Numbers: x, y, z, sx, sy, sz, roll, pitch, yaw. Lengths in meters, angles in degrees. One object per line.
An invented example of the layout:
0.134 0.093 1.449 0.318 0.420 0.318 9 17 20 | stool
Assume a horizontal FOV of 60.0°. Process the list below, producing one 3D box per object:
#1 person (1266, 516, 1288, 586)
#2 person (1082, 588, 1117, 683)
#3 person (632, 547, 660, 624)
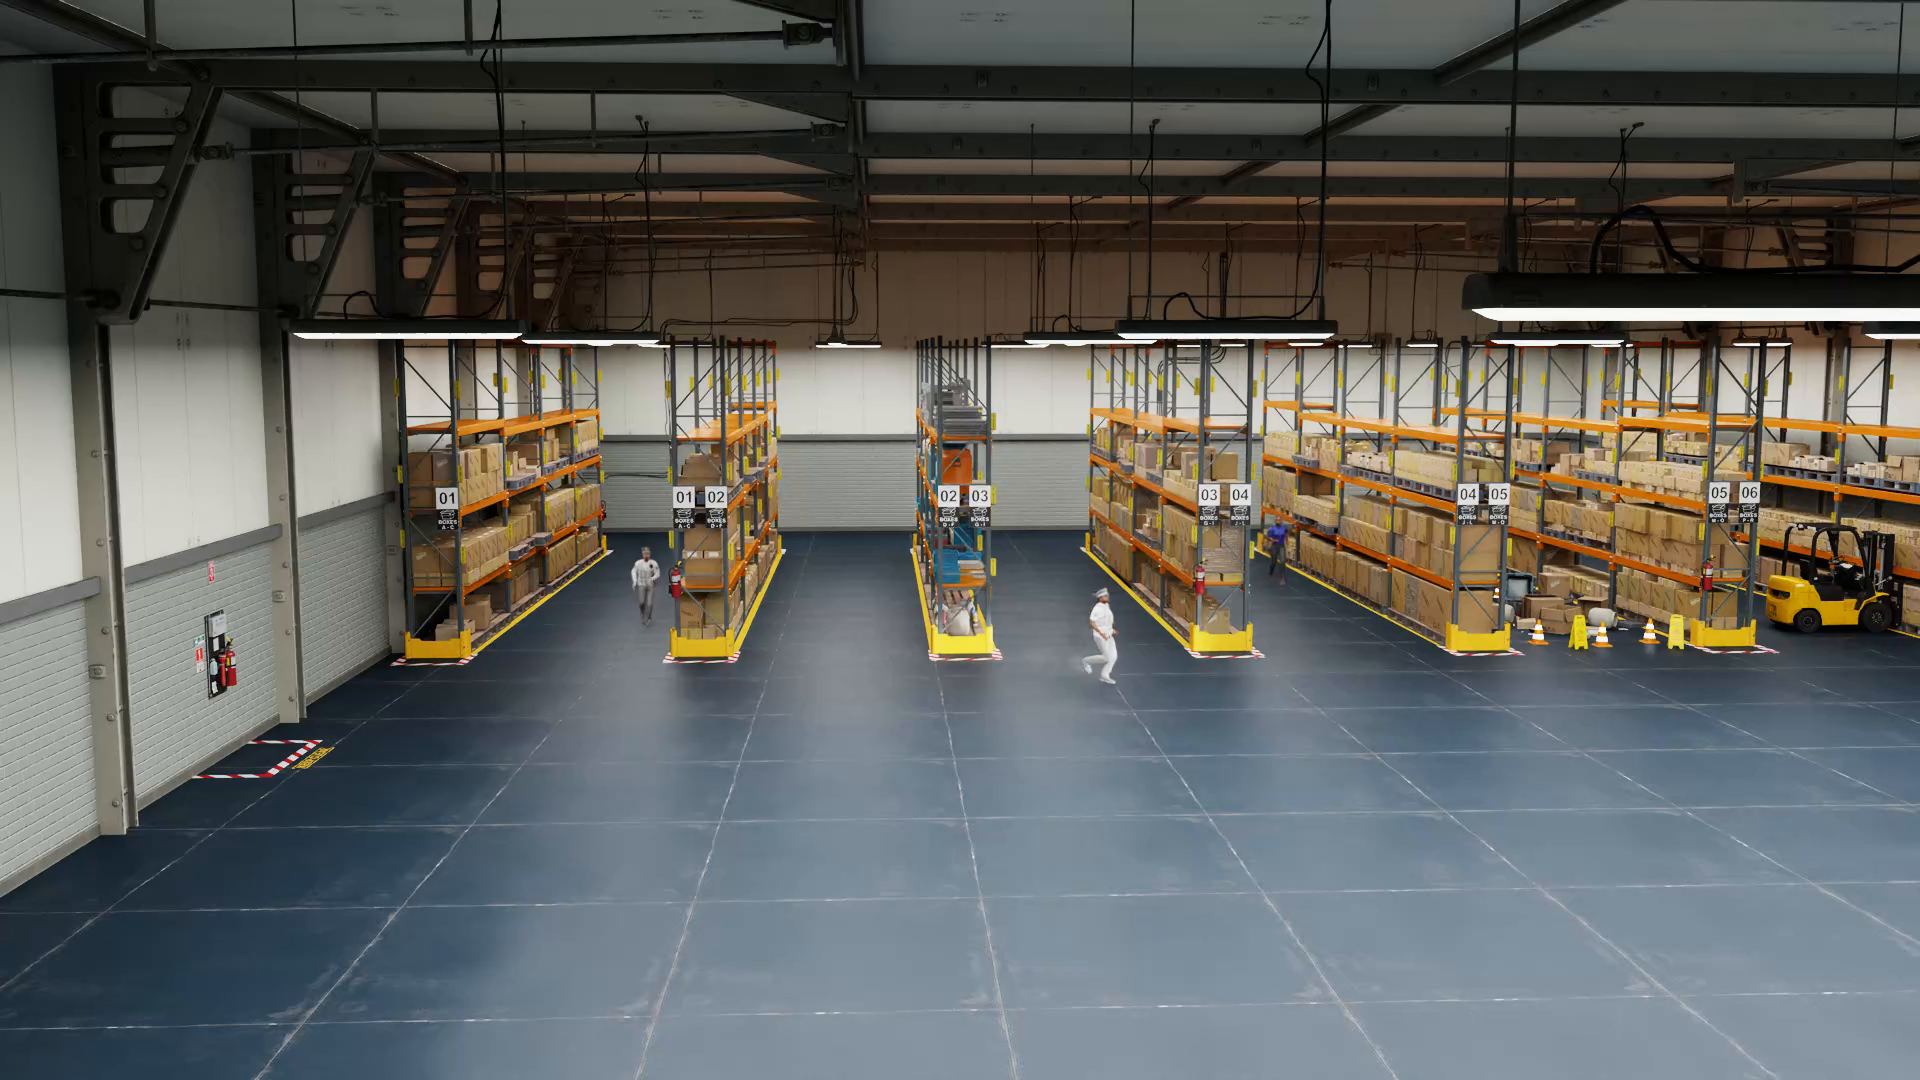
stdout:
7.800 0.246 40.870 0.591 1.686 0.903 0 7 -3 | person
2.434 1.645 28.827 0.593 1.664 0.576 4 7 29 | person
-6.535 0.960 34.610 0.583 1.647 0.696 -1 7 -10 | person
